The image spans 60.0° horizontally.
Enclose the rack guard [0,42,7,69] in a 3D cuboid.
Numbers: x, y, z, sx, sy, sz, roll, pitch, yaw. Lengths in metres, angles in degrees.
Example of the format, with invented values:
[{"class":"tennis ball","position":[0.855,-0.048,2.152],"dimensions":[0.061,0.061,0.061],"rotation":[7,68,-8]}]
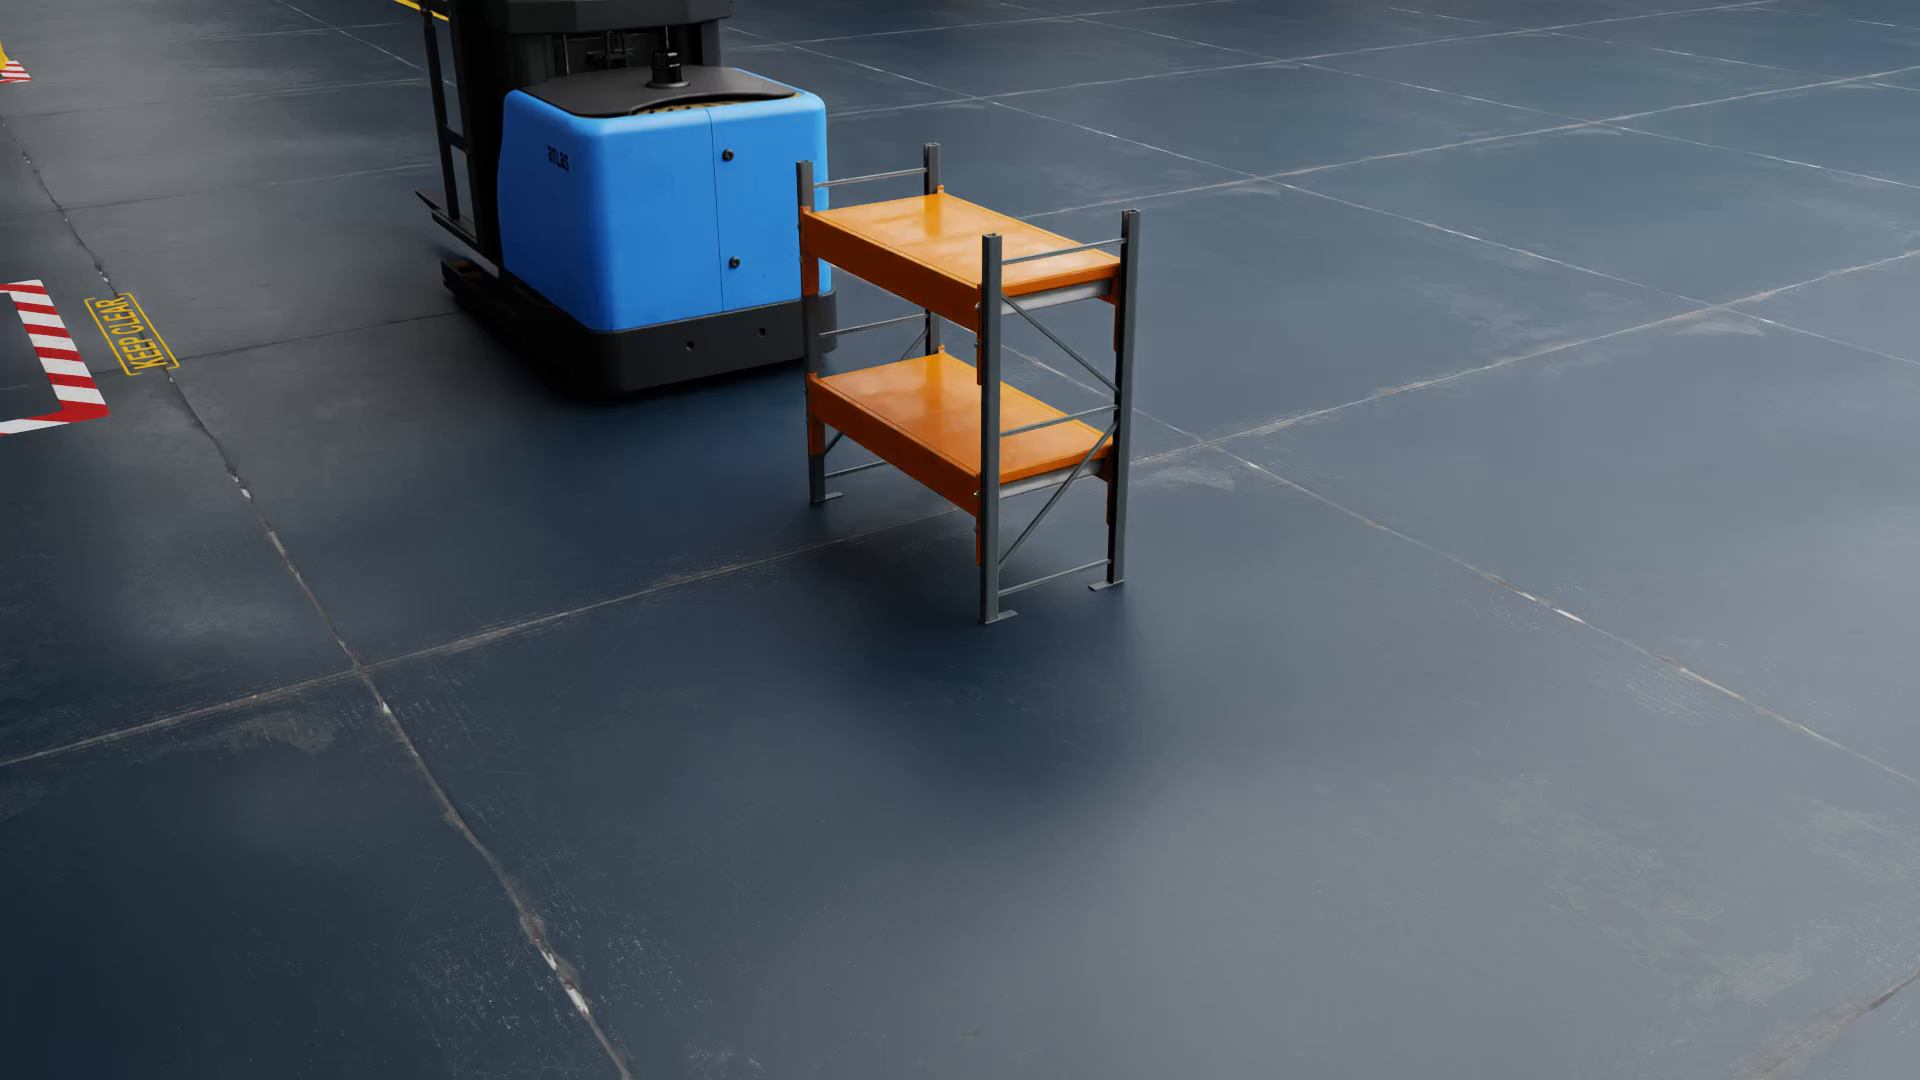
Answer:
[{"class":"rack guard","position":[-8.106,-3.872,12.867],"dimensions":[1.175,0.500,0.348],"rotation":[-16,29,-30]}]

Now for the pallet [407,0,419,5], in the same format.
[{"class":"pallet","position":[-5.031,-5.570,16.801],"dimensions":[1.003,0.211,1.213],"rotation":[-16,29,-30]}]

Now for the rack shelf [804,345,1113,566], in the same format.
[{"class":"rack shelf","position":[-0.004,-0.290,5.119],"dimensions":[0.538,0.278,1.000],"rotation":[-16,29,-30]}]

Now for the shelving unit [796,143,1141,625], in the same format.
[{"class":"shelving unit","position":[-0.004,-0.511,5.015],"dimensions":[0.538,1.125,1.048],"rotation":[-16,29,-30]}]

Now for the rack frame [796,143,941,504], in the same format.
[{"class":"rack frame","position":[-0.281,-0.693,5.400],"dimensions":[0.500,1.125,0.032],"rotation":[-16,29,-30]}]

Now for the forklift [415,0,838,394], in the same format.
[{"class":"forklift","position":[-1.707,-2.458,7.024],"dimensions":[1.130,2.935,3.031],"rotation":[-15,29,-29]}]

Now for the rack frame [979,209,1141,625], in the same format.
[{"class":"rack frame","position":[0.274,-0.329,4.630],"dimensions":[0.500,1.125,0.032],"rotation":[-16,29,-30]}]

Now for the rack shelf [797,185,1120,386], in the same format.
[{"class":"rack shelf","position":[-0.004,-0.776,4.890],"dimensions":[0.538,0.278,1.000],"rotation":[-16,29,-30]}]
